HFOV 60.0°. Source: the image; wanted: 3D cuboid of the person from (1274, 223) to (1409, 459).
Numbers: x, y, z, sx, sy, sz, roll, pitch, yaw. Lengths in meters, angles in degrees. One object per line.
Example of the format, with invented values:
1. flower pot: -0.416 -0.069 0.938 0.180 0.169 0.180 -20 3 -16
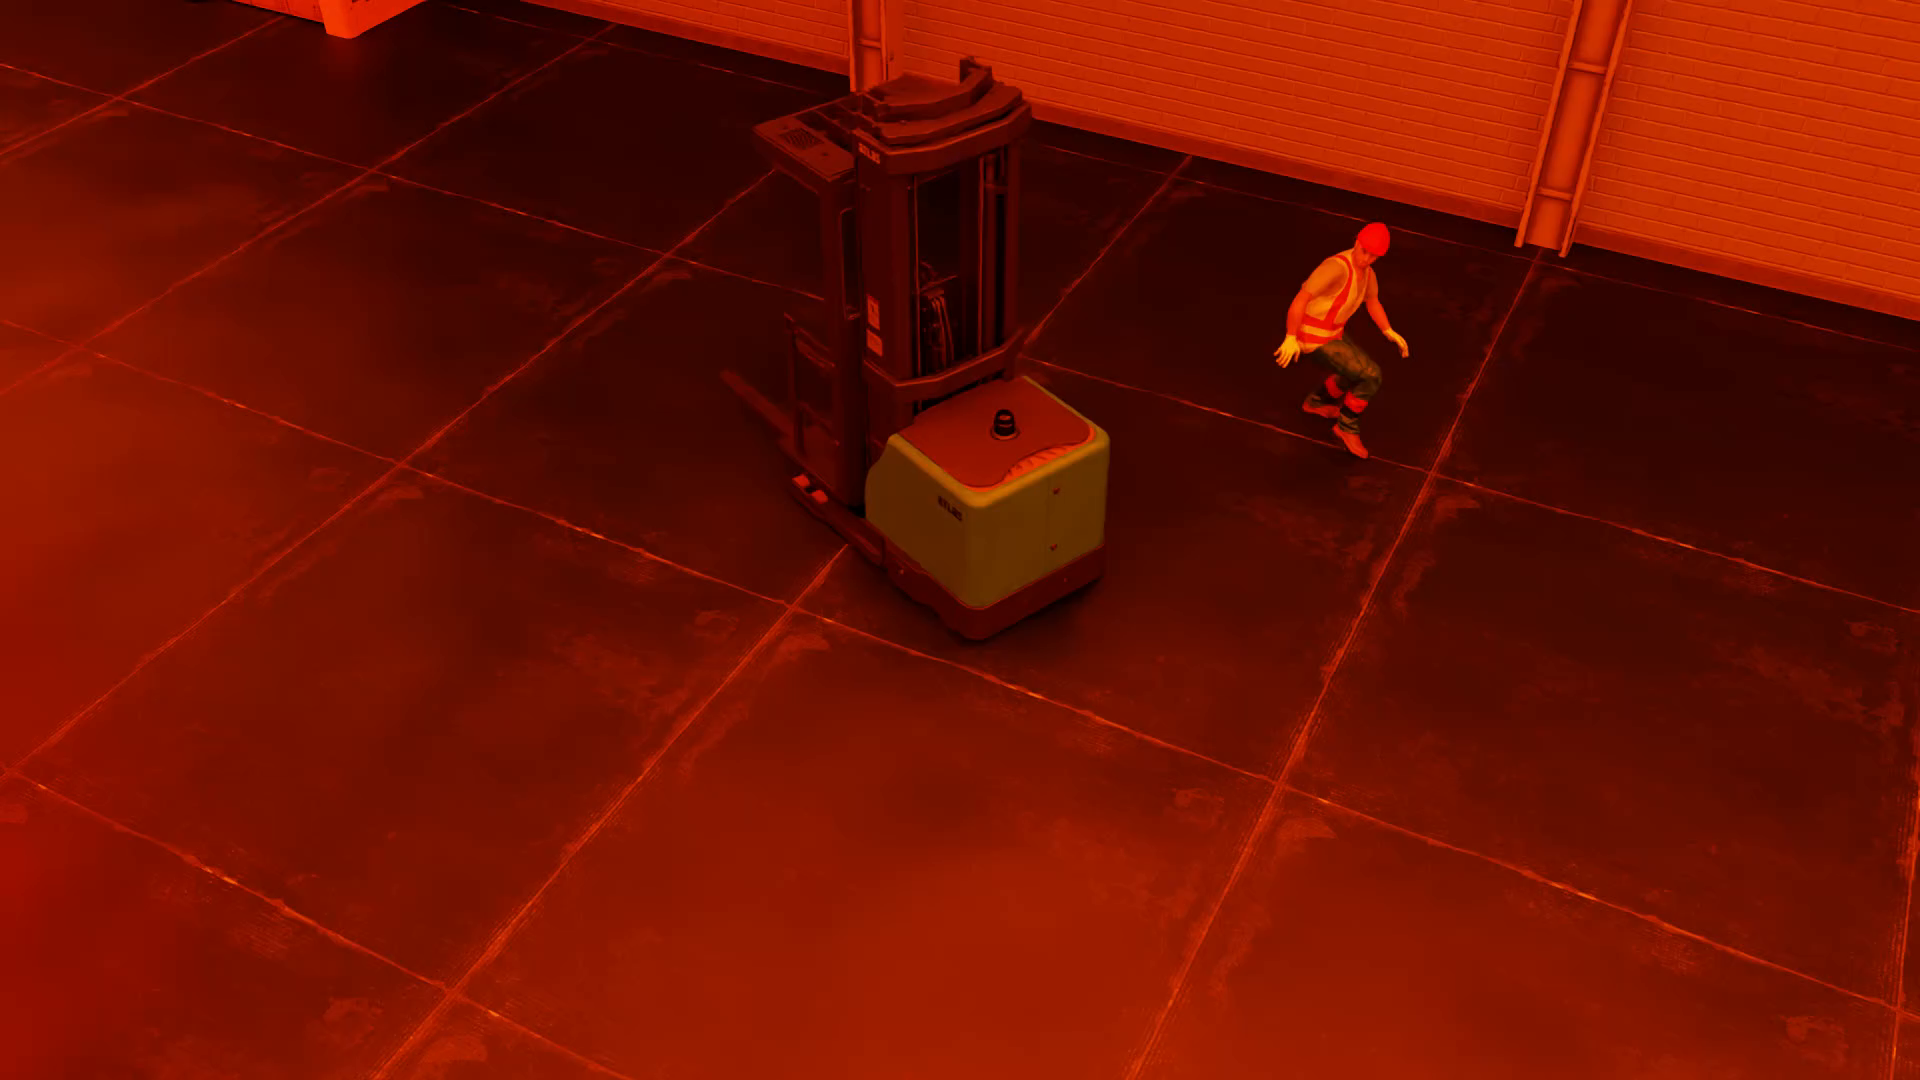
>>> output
1. person: 2.464 -1.275 10.602 0.739 1.551 0.789 18 43 20

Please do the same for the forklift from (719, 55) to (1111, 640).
1. forklift: -0.441 -1.444 9.702 1.130 2.935 3.031 -27 47 -28
